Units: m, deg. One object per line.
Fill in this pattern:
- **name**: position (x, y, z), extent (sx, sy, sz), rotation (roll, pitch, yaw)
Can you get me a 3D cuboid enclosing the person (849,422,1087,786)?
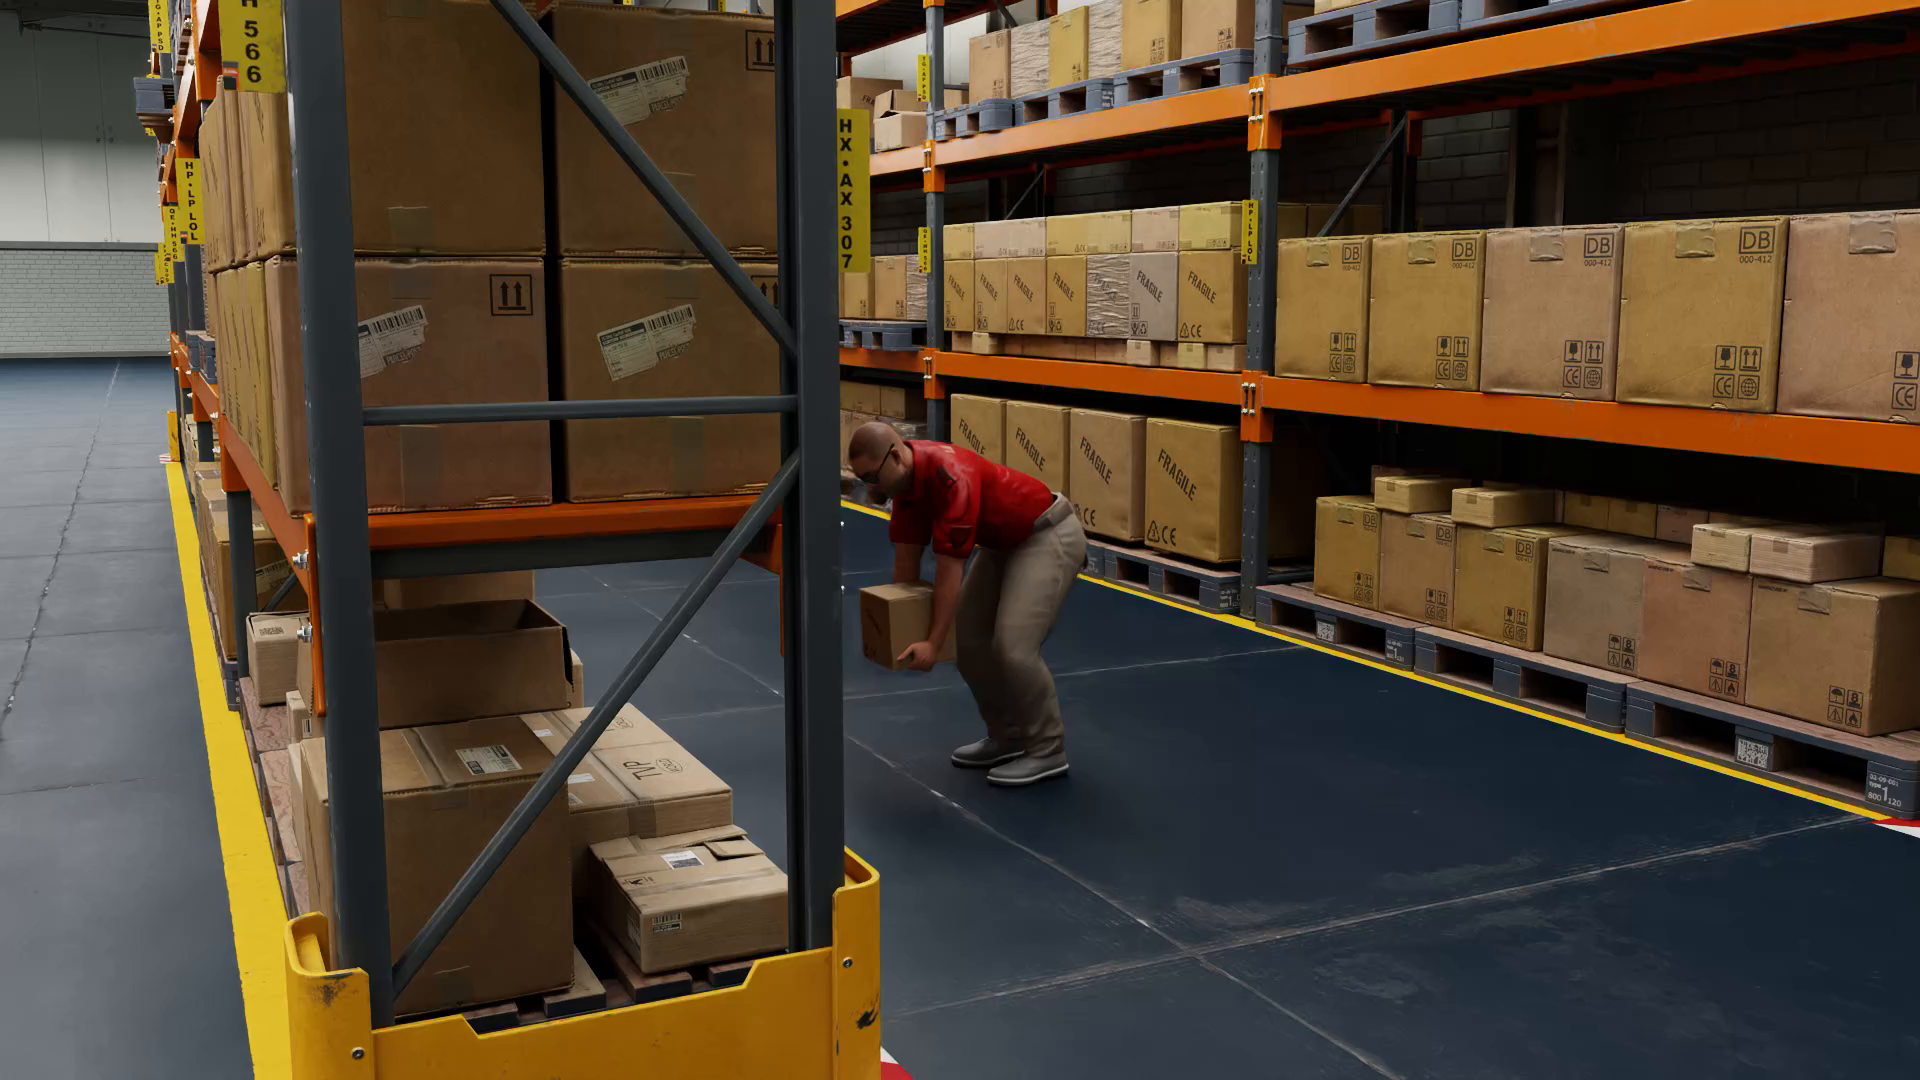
- **person**: position (0.014, 0.215, 5.919), extent (0.898, 1.301, 0.494), rotation (-4, 10, -28)
